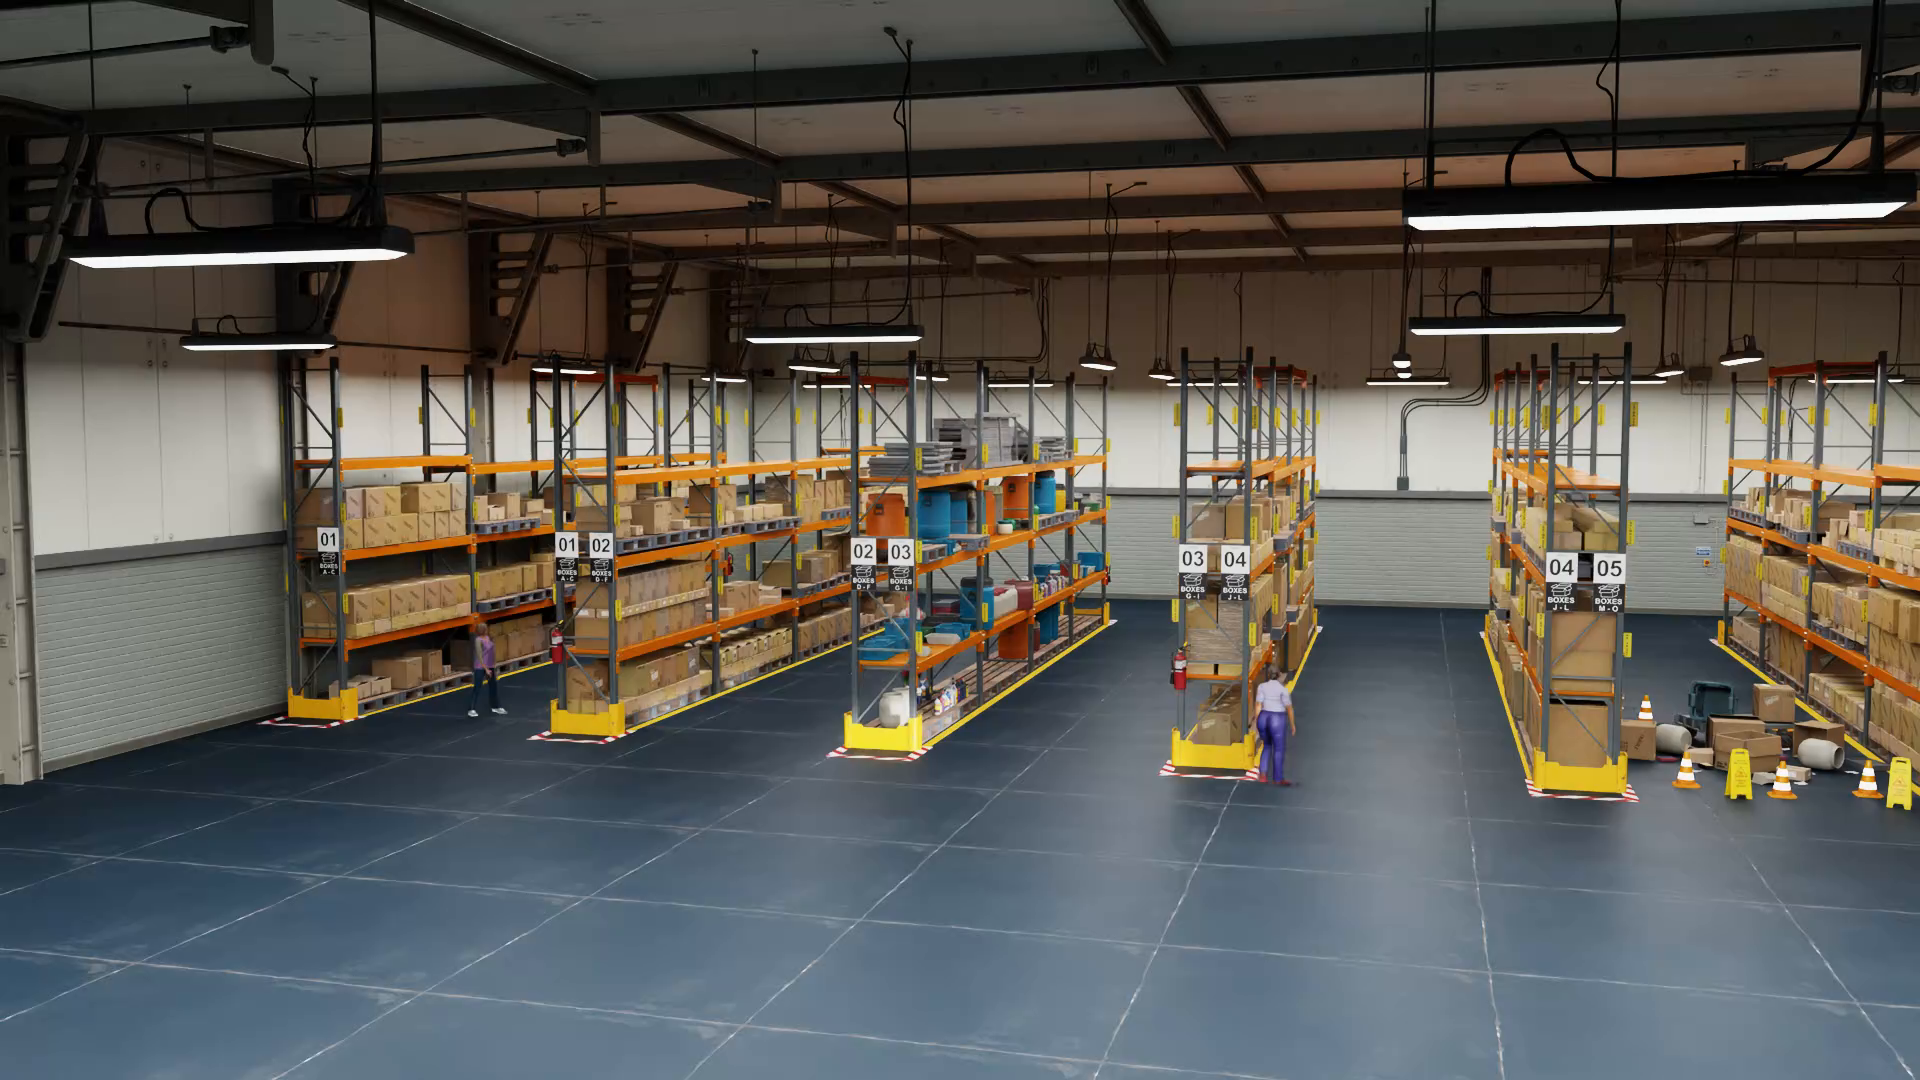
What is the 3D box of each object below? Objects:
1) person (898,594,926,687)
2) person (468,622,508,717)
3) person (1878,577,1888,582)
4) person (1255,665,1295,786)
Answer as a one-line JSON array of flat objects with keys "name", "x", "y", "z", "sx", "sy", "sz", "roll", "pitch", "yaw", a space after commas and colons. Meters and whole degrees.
[{"name": "person", "x": -0.833, "y": 1.887, "z": 30.589, "sx": 0.585, "sy": 1.819, "sz": 0.428, "roll": -1, "pitch": 4, "yaw": -16}, {"name": "person", "x": -7.987, "y": 2.173, "z": 27.975, "sx": 0.534, "sy": 1.605, "sz": 0.579, "roll": 1, "pitch": 4, "yaw": 16}, {"name": "person", "x": 20.402, "y": 1.434, "z": 36.965, "sx": 0.440, "sy": 1.673, "sz": 0.432, "roll": 1, "pitch": 4, "yaw": 14}, {"name": "person", "x": 4.299, "y": 2.534, "z": 22.667, "sx": 0.397, "sy": 1.688, "sz": 0.506, "roll": -4, "pitch": 6, "yaw": -43}]
